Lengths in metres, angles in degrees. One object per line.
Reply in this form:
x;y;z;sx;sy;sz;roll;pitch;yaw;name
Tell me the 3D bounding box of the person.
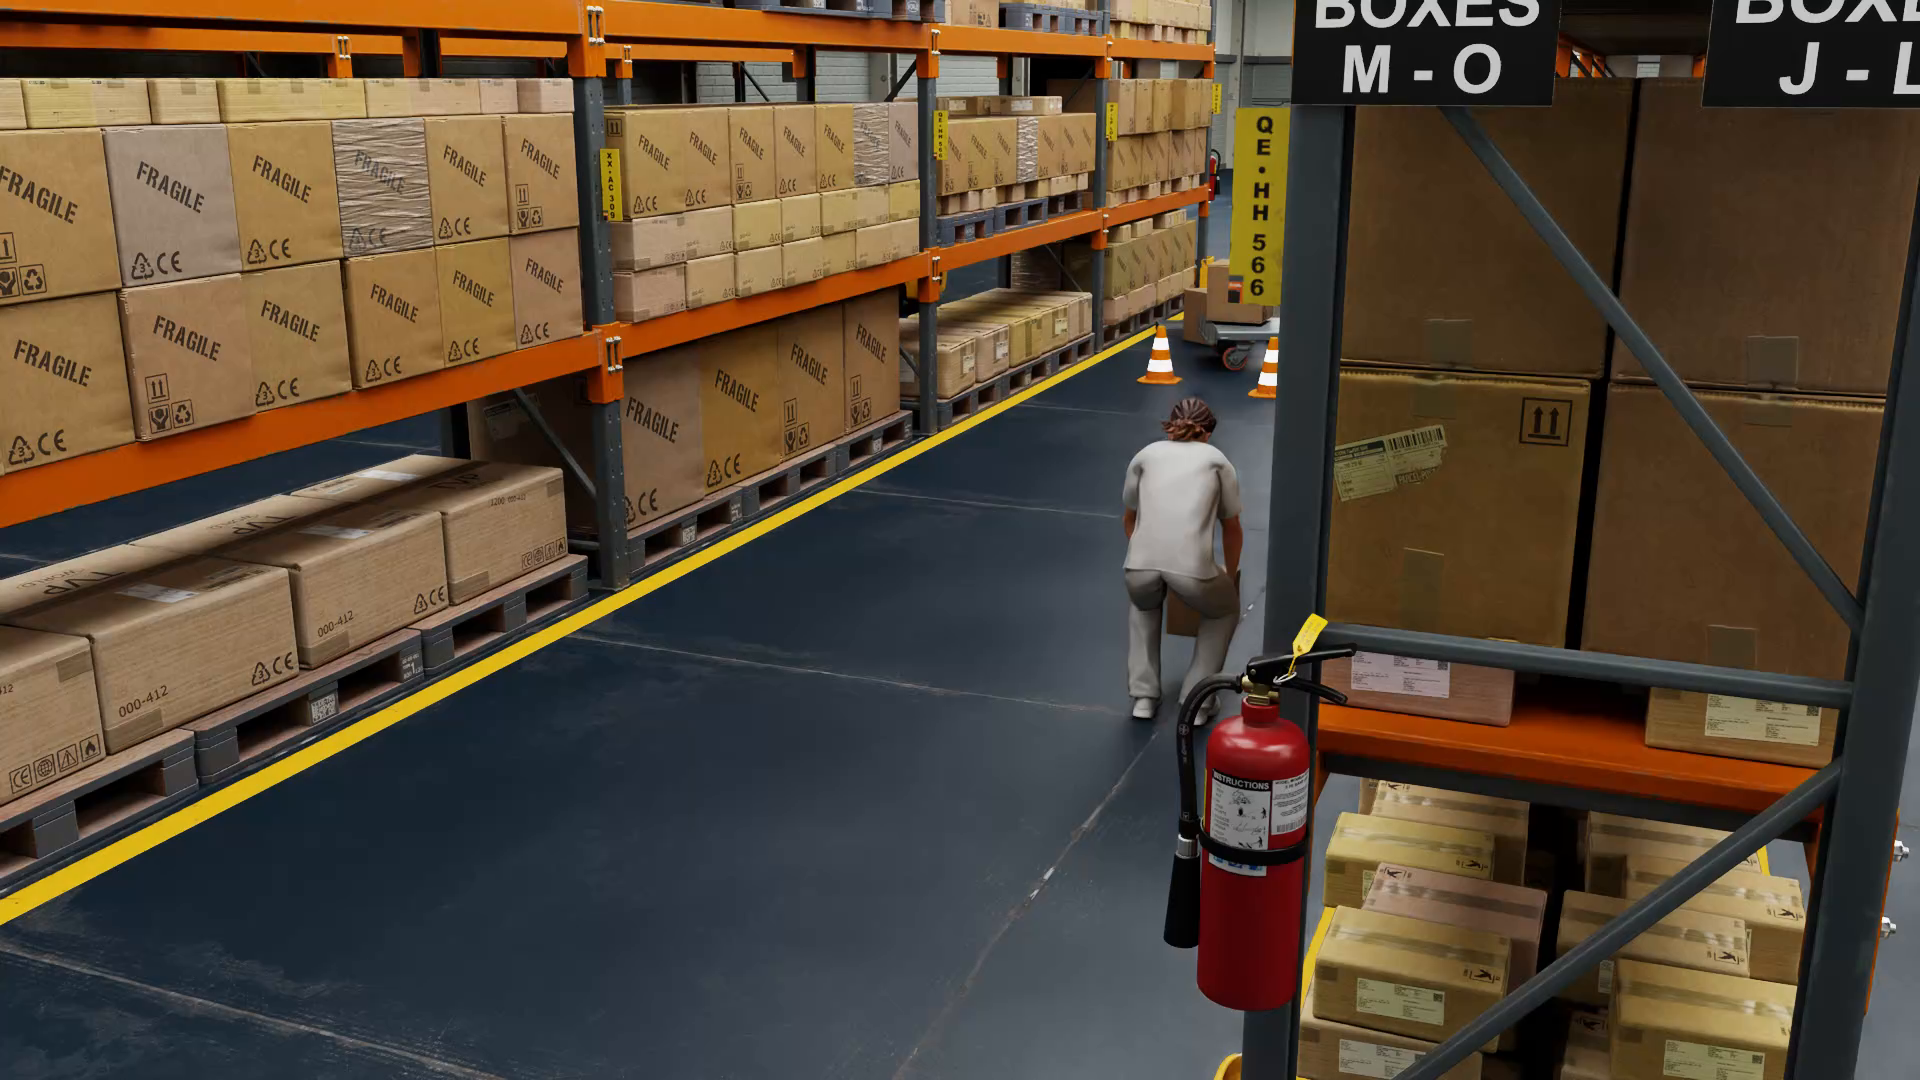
0.851;0.081;6.591;0.496;1.221;0.716;6;17;21;person
